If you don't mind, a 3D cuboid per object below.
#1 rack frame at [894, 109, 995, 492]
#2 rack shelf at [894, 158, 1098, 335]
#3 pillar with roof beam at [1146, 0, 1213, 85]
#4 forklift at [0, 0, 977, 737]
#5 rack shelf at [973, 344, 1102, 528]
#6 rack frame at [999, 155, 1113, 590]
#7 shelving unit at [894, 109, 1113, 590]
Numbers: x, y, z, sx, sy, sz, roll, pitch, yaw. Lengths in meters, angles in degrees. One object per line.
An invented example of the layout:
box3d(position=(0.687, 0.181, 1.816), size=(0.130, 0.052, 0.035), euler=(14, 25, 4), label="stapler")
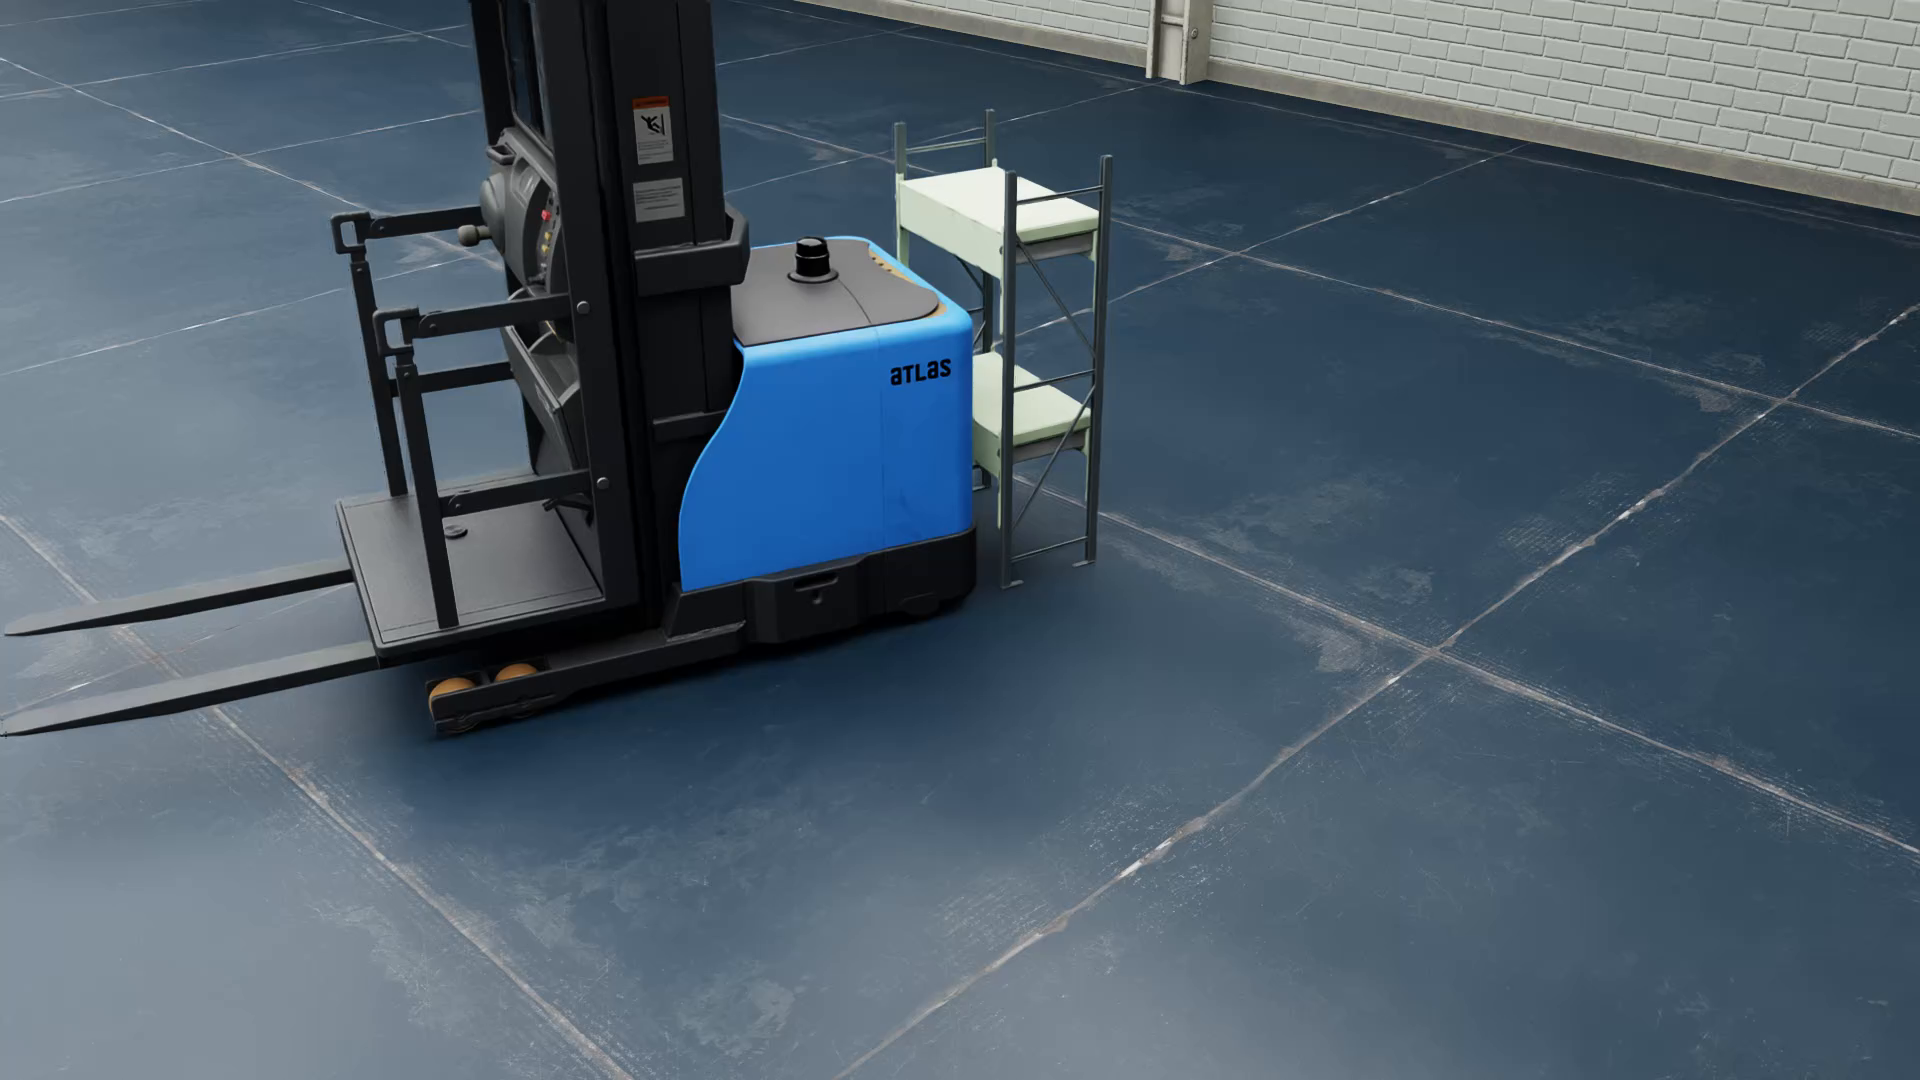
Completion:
box3d(position=(-0.052, -0.831, 6.220), size=(0.400, 1.500, 0.023), euler=(-15, 31, -27), label="rack frame")
box3d(position=(0.134, -1.030, 5.759), size=(0.431, 0.370, 0.720), euler=(-15, 31, -27), label="rack shelf")
box3d(position=(-1.290, -6.237, 8.443), size=(0.400, 9.000, 9.100), euler=(25, 36, 38), label="pillar with roof beam")
box3d(position=(-1.503, -0.983, 4.971), size=(3.031, 2.935, 1.130), euler=(-12, 30, -22), label="forklift")
box3d(position=(0.134, -0.396, 6.092), size=(0.431, 0.370, 0.720), euler=(-15, 31, -27), label="rack shelf")
box3d(position=(0.319, -0.538, 5.661), size=(0.400, 1.500, 0.023), euler=(-15, 31, -27), label="rack frame")
box3d(position=(0.134, -0.684, 5.940), size=(0.431, 1.500, 0.755), euler=(-15, 31, -27), label="shelving unit")
